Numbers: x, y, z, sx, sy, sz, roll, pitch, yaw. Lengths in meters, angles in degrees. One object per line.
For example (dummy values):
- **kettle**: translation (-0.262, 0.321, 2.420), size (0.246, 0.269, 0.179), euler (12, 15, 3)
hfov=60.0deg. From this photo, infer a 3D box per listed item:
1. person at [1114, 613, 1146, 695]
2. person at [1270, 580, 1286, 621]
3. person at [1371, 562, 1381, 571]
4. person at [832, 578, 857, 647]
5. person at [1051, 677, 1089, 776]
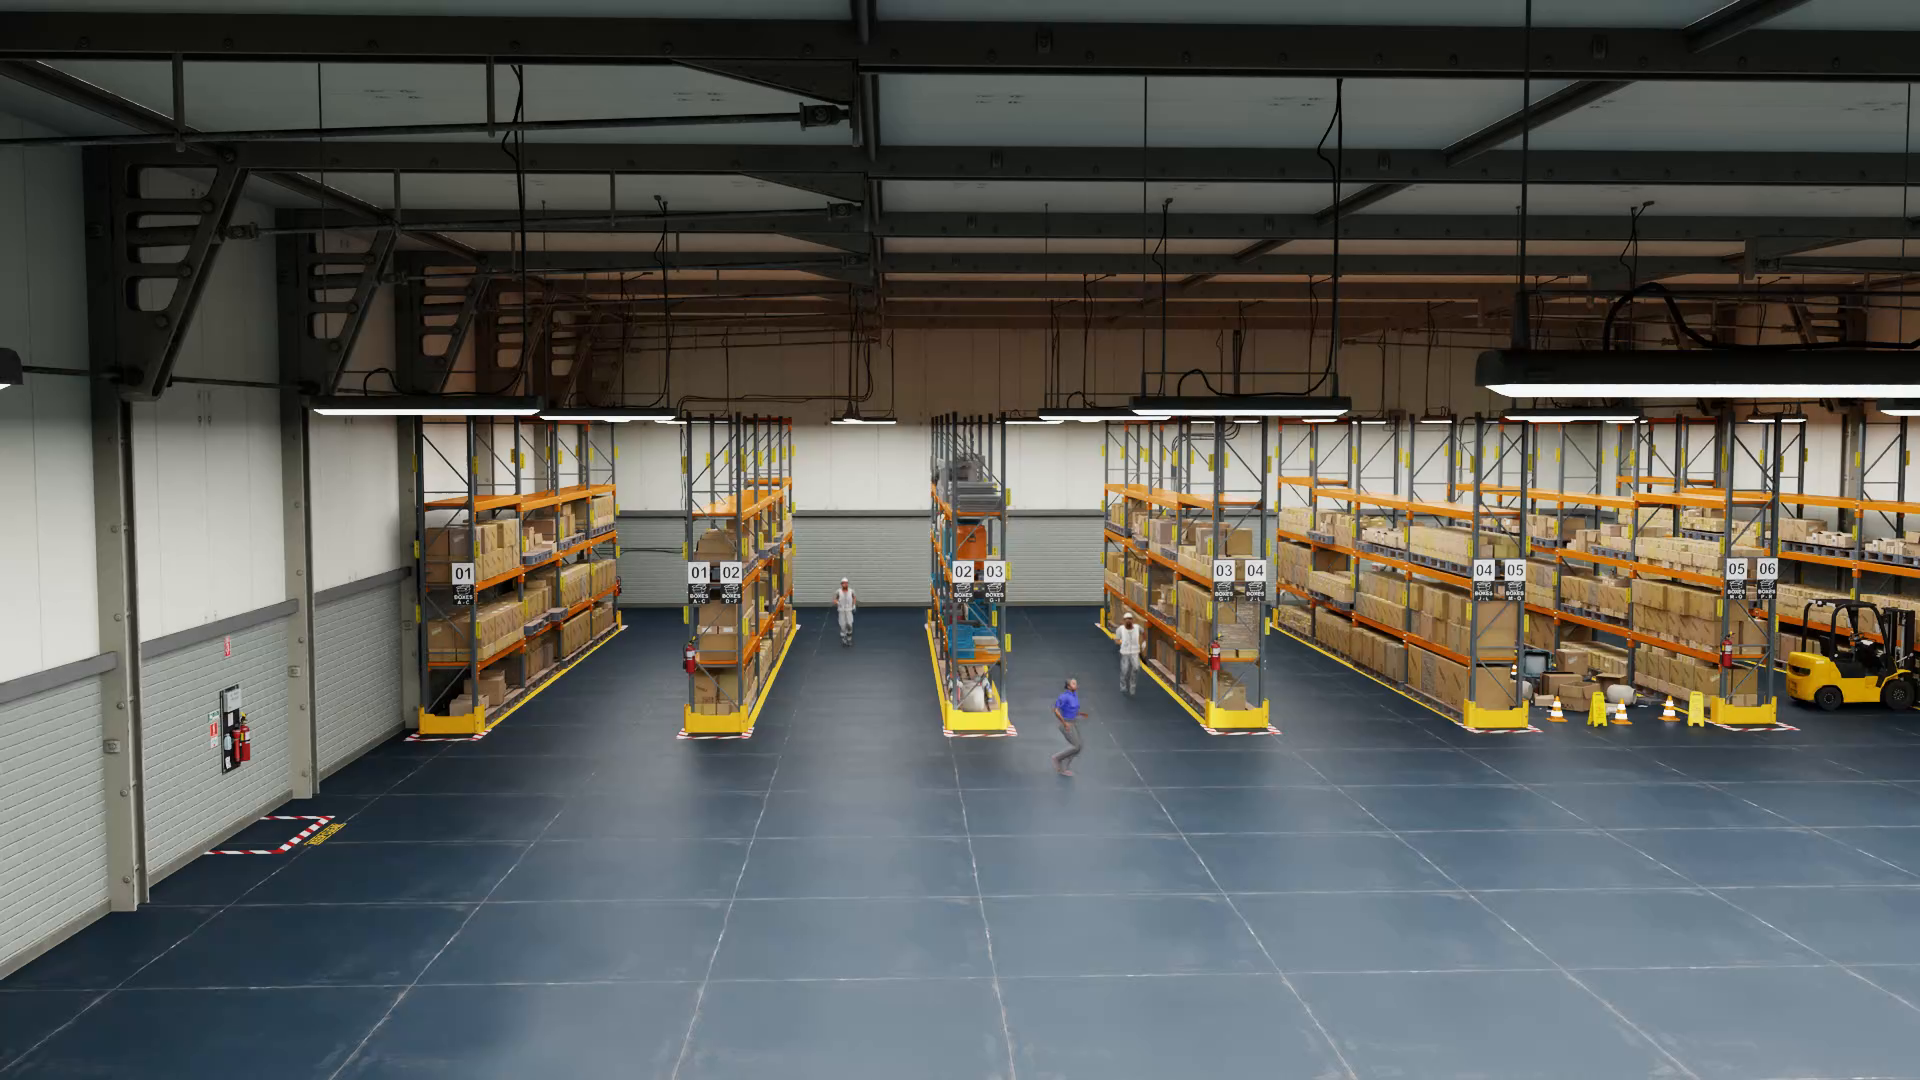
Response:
- **person**: translation (3.628, 2.420, 35.376), size (0.696, 1.761, 0.860), euler (0, 4, 1)
- **person**: translation (9.410, 1.595, 48.903), size (0.484, 1.638, 0.665), euler (-1, 4, -11)
- **person**: translation (12.242, 1.493, 49.225), size (0.693, 1.772, 0.634), euler (0, 4, -7)
- **person**: translation (-3.004, 1.894, 43.334), size (0.639, 1.802, 0.717), euler (0, 4, -6)
- **person**: translation (1.829, 3.061, 27.303), size (0.571, 1.623, 0.566), euler (2, 4, 25)
